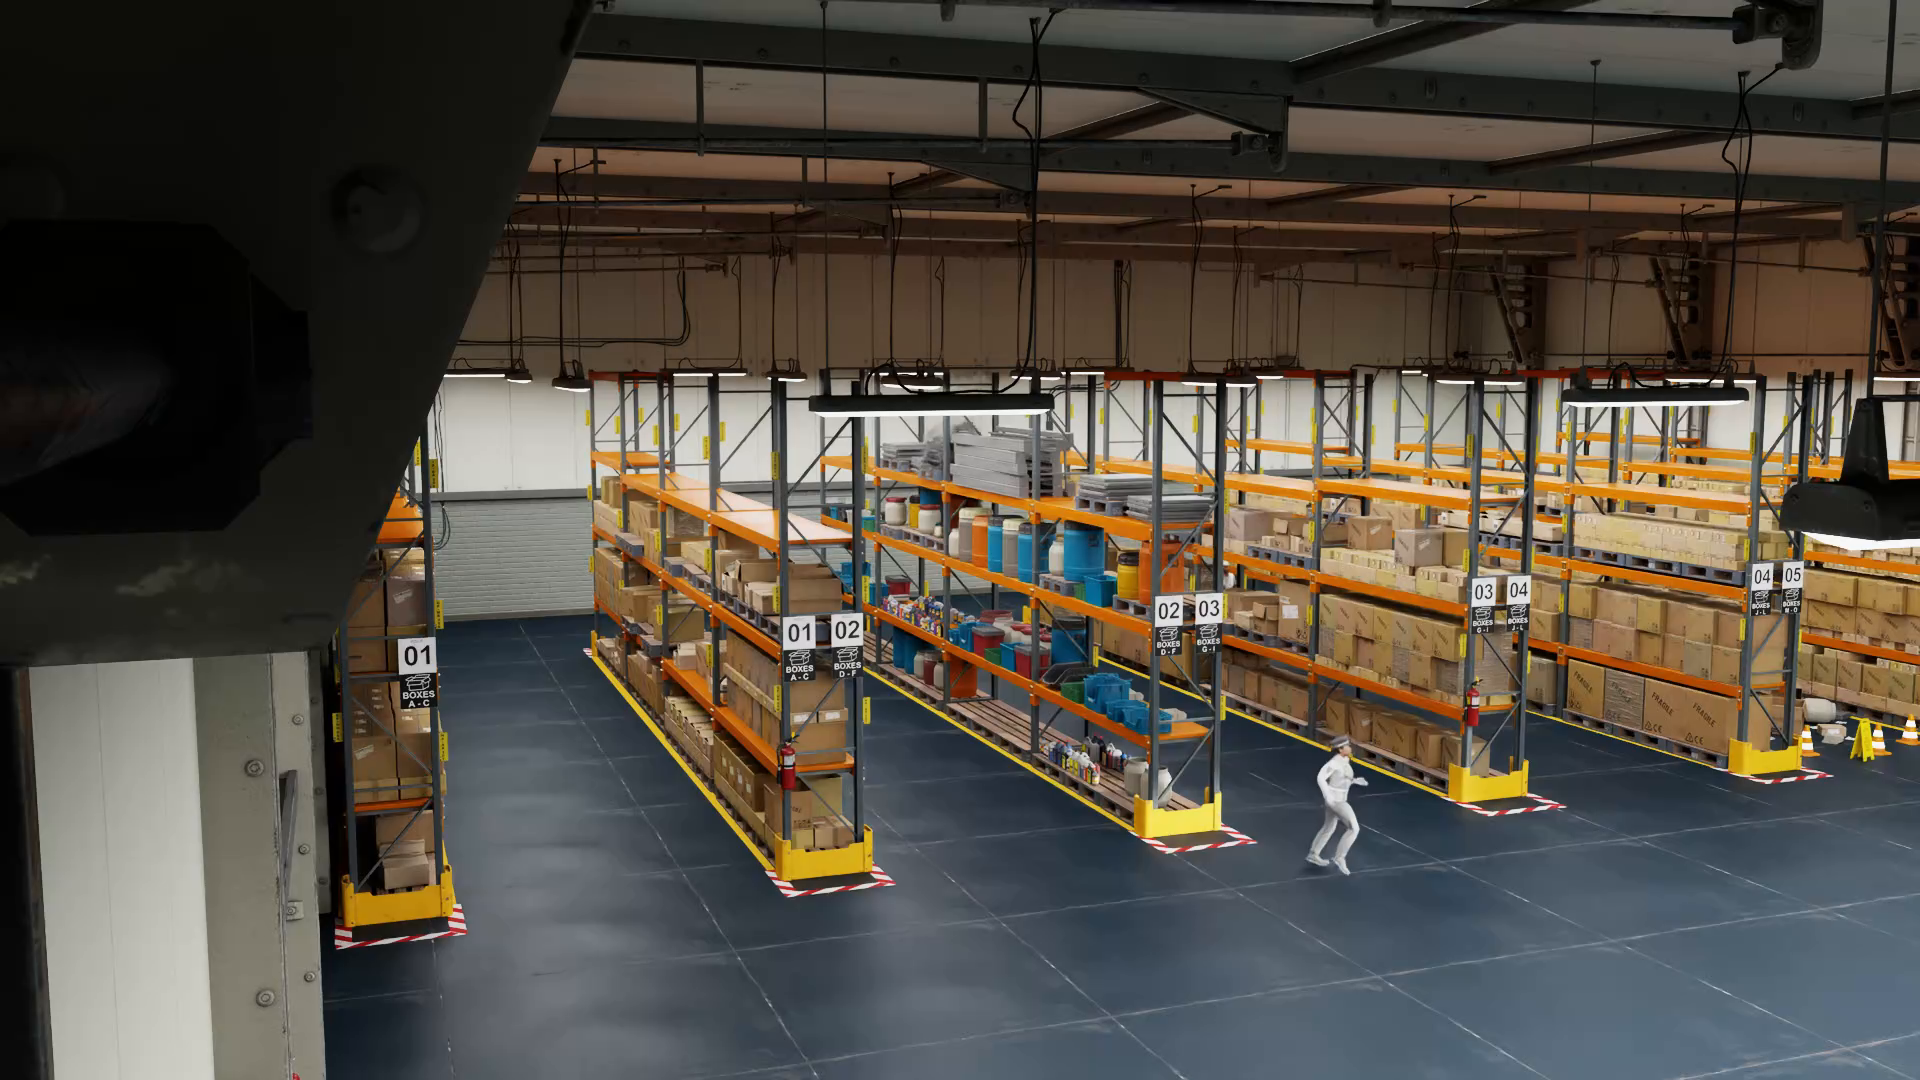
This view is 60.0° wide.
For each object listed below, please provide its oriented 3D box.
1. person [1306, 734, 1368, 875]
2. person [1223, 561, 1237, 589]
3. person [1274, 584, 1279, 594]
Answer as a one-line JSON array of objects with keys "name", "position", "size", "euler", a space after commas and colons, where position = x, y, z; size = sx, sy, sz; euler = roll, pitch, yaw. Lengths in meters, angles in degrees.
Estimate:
[{"name": "person", "position": [4.637, 3.225, 20.409], "size": [0.706, 1.730, 0.607], "euler": [1, 7, 13]}, {"name": "person", "position": [5.906, 1.328, 37.285], "size": [0.713, 1.746, 0.761], "euler": [-2, 7, -15]}, {"name": "person", "position": [8.226, 0.786, 42.064], "size": [0.669, 1.744, 0.693], "euler": [-2, 7, -16]}]
